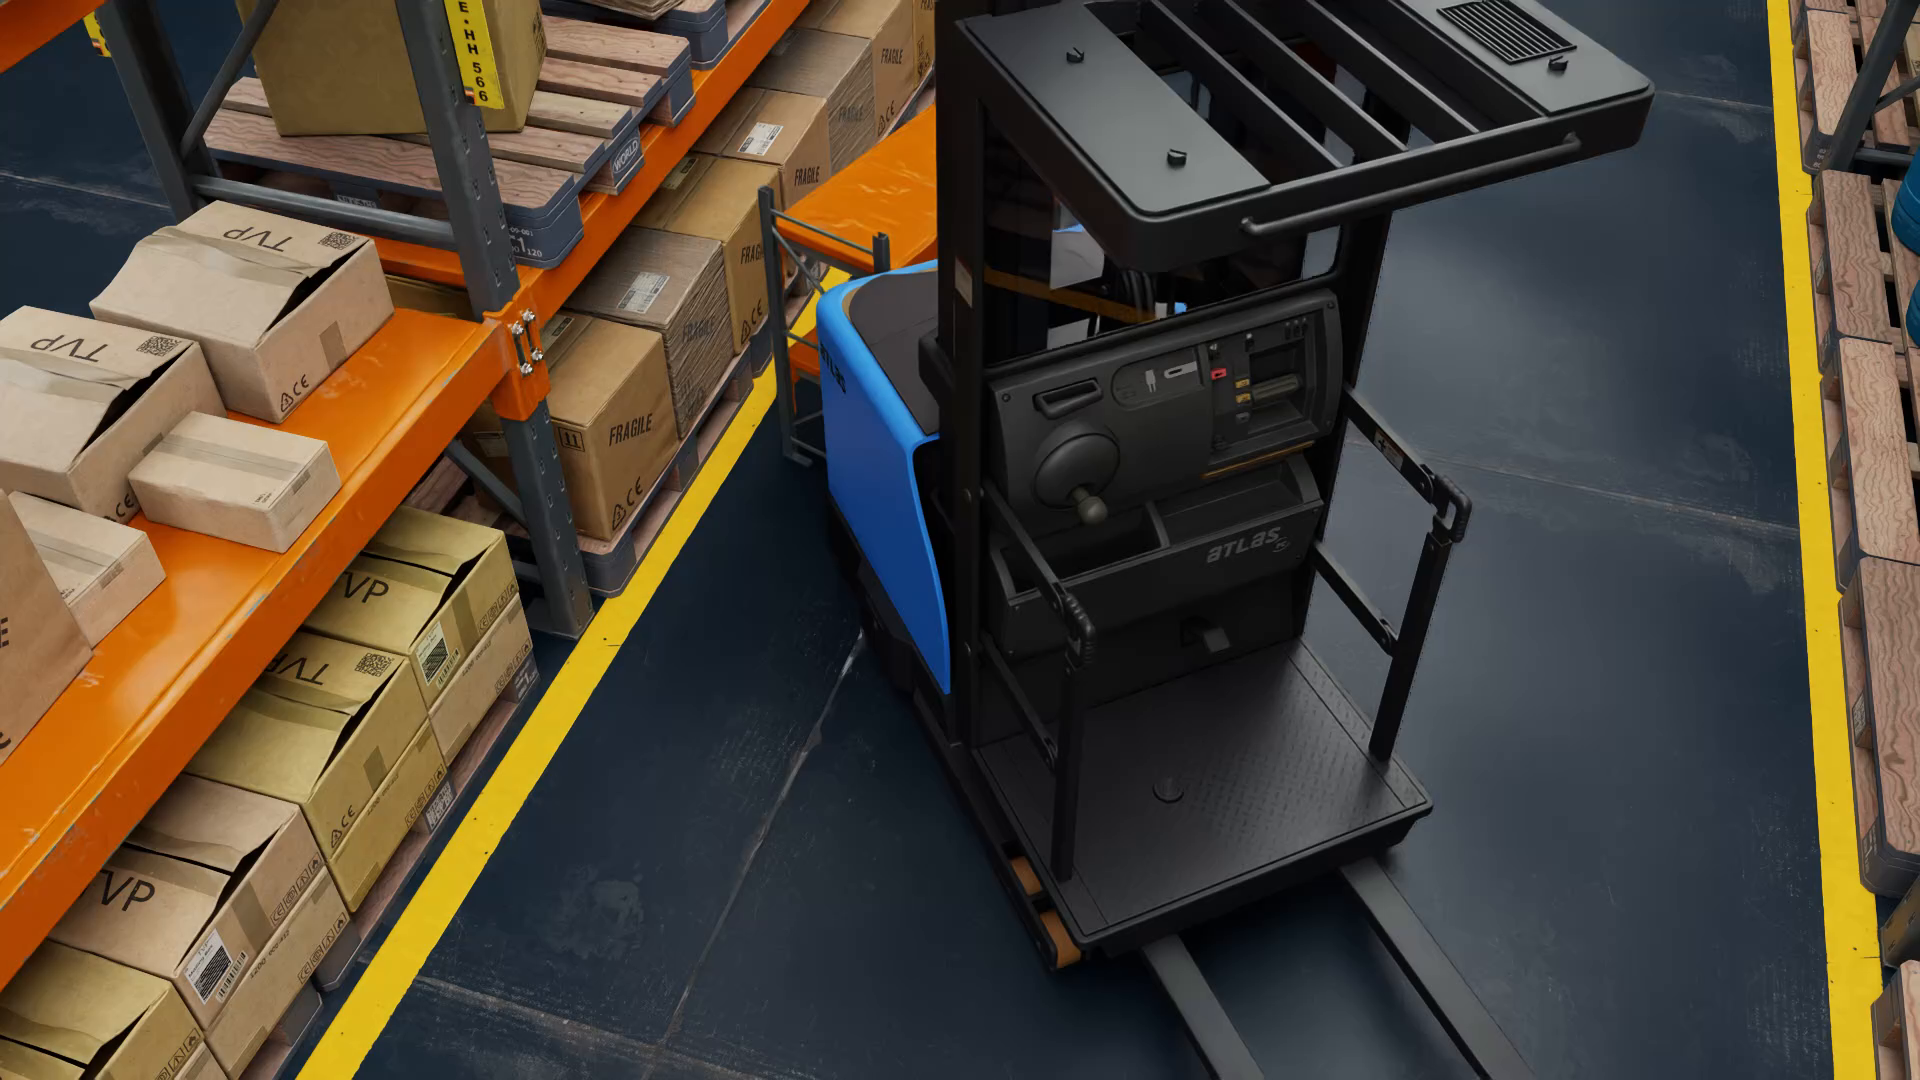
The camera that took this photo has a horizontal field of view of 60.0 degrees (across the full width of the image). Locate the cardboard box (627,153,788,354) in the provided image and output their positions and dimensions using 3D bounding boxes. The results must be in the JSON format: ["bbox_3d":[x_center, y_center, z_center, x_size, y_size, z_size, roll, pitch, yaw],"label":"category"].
[{"bbox_3d":[-0.979,-1.078,6.179,0.500,0.500,0.500,12,46,12],"label":"cardboard box"}]

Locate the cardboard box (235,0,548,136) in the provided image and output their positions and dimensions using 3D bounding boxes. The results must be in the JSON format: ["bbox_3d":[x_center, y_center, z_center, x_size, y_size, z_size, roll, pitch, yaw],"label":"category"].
[{"bbox_3d":[-1.616,-1.517,4.784,0.700,0.500,0.500,-1,44,-1],"label":"cardboard box"}]

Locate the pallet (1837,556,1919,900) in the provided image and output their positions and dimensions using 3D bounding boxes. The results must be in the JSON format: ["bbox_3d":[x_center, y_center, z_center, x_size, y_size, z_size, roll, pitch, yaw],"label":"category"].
[{"bbox_3d":[3.220,0.626,4.959,1.003,0.211,1.213,13,46,13],"label":"pallet"}]

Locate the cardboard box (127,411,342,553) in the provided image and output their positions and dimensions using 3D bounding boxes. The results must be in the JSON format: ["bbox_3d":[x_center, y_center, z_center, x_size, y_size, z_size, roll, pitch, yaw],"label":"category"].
[{"bbox_3d":[-1.708,-0.140,3.928,0.380,0.149,0.250,13,46,13],"label":"cardboard box"}]

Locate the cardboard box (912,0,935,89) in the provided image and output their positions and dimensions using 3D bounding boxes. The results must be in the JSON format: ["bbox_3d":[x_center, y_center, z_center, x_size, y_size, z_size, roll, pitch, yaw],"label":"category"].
[{"bbox_3d":[-0.364,-2.428,7.559,0.500,0.500,0.500,12,46,12],"label":"cardboard box"}]

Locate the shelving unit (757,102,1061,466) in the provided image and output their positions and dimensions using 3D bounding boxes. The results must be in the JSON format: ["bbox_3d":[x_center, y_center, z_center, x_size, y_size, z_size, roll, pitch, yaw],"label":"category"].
[{"bbox_3d":[-0.141,-0.915,5.881,0.538,1.125,1.048,26,50,24],"label":"shelving unit"}]

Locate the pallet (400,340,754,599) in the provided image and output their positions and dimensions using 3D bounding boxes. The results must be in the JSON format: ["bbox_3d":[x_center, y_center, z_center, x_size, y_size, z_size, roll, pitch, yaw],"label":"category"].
[{"bbox_3d":[-1.437,-0.381,5.988,1.003,0.211,1.213,13,46,13],"label":"pallet"}]

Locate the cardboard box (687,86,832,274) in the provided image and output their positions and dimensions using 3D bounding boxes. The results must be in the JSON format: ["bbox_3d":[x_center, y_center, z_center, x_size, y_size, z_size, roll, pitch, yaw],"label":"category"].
[{"bbox_3d":[-0.826,-1.427,6.536,0.500,0.500,0.500,11,45,11],"label":"cardboard box"}]

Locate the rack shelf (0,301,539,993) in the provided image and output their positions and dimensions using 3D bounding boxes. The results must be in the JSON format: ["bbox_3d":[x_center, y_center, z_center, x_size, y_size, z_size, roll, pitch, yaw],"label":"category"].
[{"bbox_3d":[-2.305,0.703,3.402,1.077,0.370,4.000,13,46,13],"label":"rack shelf"}]

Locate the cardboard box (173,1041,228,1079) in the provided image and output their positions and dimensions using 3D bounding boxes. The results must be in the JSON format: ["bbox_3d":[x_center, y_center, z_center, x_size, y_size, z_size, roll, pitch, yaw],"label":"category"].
[{"bbox_3d":[-2.087,1.370,3.871,0.500,0.250,0.500,13,46,13],"label":"cardboard box"}]

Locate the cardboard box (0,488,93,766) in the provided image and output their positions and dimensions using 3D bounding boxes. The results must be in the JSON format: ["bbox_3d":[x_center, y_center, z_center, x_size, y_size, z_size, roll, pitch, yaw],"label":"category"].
[{"bbox_3d":[-2.191,0.198,3.331,0.500,0.500,0.500,10,45,10],"label":"cardboard box"}]

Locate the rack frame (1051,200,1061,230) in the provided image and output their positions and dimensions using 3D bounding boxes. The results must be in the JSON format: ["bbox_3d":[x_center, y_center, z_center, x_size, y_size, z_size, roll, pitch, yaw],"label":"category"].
[{"bbox_3d":[0.149,-1.207,6.179,0.500,1.125,0.032,26,50,24],"label":"rack frame"}]

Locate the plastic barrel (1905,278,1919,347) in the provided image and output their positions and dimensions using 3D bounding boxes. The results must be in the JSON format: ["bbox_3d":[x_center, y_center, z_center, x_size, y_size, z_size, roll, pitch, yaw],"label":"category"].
[{"bbox_3d":[3.837,-1.071,5.900,0.600,0.901,0.708,13,46,13],"label":"plastic barrel"}]

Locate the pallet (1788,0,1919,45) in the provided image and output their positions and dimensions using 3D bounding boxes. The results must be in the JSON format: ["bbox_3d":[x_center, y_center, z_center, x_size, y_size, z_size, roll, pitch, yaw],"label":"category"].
[{"bbox_3d":[4.785,-2.820,8.481,1.003,0.211,1.213,13,46,13],"label":"pallet"}]

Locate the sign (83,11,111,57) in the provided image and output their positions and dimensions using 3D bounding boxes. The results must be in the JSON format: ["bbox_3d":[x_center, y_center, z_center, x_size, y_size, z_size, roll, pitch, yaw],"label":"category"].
[{"bbox_3d":[-2.219,-1.382,4.246,0.100,0.325,0.005,13,46,13],"label":"sign"}]

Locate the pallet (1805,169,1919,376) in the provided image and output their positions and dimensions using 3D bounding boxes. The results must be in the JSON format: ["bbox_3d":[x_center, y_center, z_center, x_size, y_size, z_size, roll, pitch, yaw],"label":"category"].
[{"bbox_3d":[3.959,-1.000,6.621,1.003,0.211,1.213,13,46,13],"label":"pallet"}]

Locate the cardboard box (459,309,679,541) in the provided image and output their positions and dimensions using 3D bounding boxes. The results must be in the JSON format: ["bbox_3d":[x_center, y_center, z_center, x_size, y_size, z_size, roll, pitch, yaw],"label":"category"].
[{"bbox_3d":[-1.289,-0.394,5.481,0.500,0.500,0.500,14,46,14],"label":"cardboard box"}]

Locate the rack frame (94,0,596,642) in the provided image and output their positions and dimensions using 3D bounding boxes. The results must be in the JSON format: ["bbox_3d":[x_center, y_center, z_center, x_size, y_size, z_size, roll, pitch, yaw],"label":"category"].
[{"bbox_3d":[-1.699,-0.888,4.512,1.000,3.000,0.127,13,46,13],"label":"rack frame"}]

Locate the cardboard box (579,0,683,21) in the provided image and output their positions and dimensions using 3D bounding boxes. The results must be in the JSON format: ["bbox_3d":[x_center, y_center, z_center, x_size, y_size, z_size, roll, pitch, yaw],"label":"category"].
[{"bbox_3d":[-1.157,-2.086,5.366,0.700,0.500,0.500,21,48,20],"label":"cardboard box"}]

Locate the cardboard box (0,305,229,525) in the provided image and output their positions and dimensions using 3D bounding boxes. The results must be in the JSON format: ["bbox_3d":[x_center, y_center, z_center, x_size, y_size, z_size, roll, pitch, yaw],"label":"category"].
[{"bbox_3d":[-2.154,-0.301,3.976,0.500,0.311,0.500,12,46,12],"label":"cardboard box"}]

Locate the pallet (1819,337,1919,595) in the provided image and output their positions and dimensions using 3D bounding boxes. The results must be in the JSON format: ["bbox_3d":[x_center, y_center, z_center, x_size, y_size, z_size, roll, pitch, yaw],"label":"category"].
[{"bbox_3d":[3.591,-0.184,5.787,1.003,0.211,1.213,13,46,13],"label":"pallet"}]

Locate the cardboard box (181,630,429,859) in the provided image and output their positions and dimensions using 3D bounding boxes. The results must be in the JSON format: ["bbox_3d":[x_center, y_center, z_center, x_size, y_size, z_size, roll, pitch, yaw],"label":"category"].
[{"bbox_3d":[-1.774,0.494,4.366,0.500,0.311,0.500,12,46,12],"label":"cardboard box"}]

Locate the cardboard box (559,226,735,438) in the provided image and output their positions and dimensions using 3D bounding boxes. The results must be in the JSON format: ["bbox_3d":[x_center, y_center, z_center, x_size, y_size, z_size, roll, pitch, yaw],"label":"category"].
[{"bbox_3d":[-1.135,-0.745,5.839,0.500,0.500,0.500,11,45,11],"label":"cardboard box"}]

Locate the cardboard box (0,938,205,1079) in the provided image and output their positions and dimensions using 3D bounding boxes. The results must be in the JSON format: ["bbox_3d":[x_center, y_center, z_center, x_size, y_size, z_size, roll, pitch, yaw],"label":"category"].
[{"bbox_3d":[-2.083,1.163,3.682,0.500,0.311,0.500,14,46,14],"label":"cardboard box"}]

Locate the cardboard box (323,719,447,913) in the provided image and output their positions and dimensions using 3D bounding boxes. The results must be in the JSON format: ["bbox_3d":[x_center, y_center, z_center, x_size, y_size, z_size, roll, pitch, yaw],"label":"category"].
[{"bbox_3d":[-1.778,0.692,4.564,0.500,0.250,0.500,12,46,12],"label":"cardboard box"}]

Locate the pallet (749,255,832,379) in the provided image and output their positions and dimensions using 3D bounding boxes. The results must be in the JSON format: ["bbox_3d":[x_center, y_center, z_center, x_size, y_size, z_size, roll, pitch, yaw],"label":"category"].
[{"bbox_3d":[-1.065,-1.191,6.816,1.003,0.211,1.213,13,46,13],"label":"pallet"}]

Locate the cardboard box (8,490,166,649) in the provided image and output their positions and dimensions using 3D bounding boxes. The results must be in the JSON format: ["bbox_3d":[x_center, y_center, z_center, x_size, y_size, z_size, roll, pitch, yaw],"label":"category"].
[{"bbox_3d":[-2.031,0.064,3.719,0.380,0.149,0.250,16,47,15],"label":"cardboard box"}]

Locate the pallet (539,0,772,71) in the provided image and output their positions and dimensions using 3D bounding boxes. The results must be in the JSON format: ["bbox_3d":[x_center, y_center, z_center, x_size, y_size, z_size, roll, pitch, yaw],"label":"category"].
[{"bbox_3d":[-1.114,-2.116,5.905,1.003,0.211,1.213,13,46,13],"label":"pallet"}]

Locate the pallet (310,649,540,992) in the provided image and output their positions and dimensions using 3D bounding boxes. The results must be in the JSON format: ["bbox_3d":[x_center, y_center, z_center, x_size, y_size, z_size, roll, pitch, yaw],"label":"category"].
[{"bbox_3d":[-1.985,0.649,4.935,1.003,0.211,1.213,13,46,13],"label":"pallet"}]

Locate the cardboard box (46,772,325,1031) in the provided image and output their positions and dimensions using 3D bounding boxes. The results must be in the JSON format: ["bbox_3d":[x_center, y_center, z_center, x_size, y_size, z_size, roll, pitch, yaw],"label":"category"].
[{"bbox_3d":[-1.929,0.829,4.022,0.500,0.311,0.500,12,46,12],"label":"cardboard box"}]

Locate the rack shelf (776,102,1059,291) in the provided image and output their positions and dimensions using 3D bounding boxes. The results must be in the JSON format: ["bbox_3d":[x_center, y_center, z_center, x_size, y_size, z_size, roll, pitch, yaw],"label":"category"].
[{"bbox_3d":[-0.141,-1.124,5.676,0.538,0.278,1.000,26,50,24],"label":"rack shelf"}]

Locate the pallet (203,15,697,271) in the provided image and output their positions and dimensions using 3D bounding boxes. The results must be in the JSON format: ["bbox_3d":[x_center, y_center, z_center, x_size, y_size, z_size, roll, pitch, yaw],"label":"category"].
[{"bbox_3d":[-1.560,-1.286,5.057,1.213,0.211,1.003,13,46,13],"label":"pallet"}]

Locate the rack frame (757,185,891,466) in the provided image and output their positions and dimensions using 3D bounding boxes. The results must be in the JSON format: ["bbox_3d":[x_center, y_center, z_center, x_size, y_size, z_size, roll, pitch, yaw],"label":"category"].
[{"bbox_3d":[-0.430,-0.623,5.582,0.500,1.125,0.032,26,50,24],"label":"rack frame"}]

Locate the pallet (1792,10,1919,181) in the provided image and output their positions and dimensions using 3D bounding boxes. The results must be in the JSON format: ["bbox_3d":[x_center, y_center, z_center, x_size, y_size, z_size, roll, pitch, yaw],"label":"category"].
[{"bbox_3d":[4.418,-2.004,7.647,1.003,0.211,1.213,13,46,13],"label":"pallet"}]

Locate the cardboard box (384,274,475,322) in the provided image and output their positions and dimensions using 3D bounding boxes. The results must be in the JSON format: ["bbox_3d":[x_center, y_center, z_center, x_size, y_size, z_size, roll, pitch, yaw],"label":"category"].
[{"bbox_3d":[-1.639,-0.825,5.921,0.500,0.500,0.500,14,46,14],"label":"cardboard box"}]

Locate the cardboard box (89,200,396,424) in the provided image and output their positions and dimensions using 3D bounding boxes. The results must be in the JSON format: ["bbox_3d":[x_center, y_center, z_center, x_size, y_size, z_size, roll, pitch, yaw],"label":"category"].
[{"bbox_3d":[-1.851,-0.623,4.305,0.500,0.311,0.500,15,46,15],"label":"cardboard box"}]

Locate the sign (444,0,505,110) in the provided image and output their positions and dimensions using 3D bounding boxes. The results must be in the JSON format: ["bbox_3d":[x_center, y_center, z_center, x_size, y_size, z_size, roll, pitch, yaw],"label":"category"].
[{"bbox_3d":[-1.169,-1.186,3.990,0.100,0.325,0.005,13,46,13],"label":"sign"}]

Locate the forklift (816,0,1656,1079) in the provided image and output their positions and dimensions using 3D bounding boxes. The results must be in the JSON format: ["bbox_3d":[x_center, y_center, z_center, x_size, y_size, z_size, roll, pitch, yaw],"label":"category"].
[{"bbox_3d":[0.607,-0.227,3.887,1.130,2.935,3.031,-17,47,-17],"label":"forklift"}]

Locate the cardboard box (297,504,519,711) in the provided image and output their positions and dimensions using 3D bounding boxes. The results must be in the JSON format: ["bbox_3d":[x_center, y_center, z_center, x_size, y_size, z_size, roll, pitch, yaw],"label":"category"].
[{"bbox_3d":[-1.623,0.146,4.721,0.500,0.311,0.500,14,46,14],"label":"cardboard box"}]

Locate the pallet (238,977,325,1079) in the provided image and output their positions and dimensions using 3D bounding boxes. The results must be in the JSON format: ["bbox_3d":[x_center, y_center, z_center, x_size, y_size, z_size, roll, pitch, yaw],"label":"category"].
[{"bbox_3d":[-2.357,1.460,4.107,1.003,0.211,1.213,13,46,13],"label":"pallet"}]

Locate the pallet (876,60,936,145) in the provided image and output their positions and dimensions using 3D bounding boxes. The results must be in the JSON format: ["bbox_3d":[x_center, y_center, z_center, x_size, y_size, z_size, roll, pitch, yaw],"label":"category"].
[{"bbox_3d":[-0.698,-2.007,7.650,1.003,0.211,1.213,13,46,13],"label":"pallet"}]

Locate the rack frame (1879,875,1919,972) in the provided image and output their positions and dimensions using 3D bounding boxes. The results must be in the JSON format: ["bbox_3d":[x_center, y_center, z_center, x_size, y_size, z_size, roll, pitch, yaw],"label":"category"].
[{"bbox_3d":[3.021,0.164,3.438,1.000,3.000,0.127,13,46,13],"label":"rack frame"}]

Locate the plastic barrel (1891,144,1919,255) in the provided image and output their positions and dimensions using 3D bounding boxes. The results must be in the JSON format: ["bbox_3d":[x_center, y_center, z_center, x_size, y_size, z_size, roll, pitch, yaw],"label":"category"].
[{"bbox_3d":[4.051,-1.543,6.383,0.600,0.901,0.708,13,46,13],"label":"plastic barrel"}]

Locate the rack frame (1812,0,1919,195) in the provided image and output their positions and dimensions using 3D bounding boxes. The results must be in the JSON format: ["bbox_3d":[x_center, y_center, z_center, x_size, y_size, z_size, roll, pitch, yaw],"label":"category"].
[{"bbox_3d":[4.232,-2.502,6.162,1.000,3.000,0.127,13,46,13],"label":"rack frame"}]

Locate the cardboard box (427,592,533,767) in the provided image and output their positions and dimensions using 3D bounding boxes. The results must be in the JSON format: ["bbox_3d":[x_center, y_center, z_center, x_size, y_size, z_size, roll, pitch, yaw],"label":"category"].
[{"bbox_3d":[-1.626,0.347,4.916,0.500,0.250,0.500,14,46,13],"label":"cardboard box"}]

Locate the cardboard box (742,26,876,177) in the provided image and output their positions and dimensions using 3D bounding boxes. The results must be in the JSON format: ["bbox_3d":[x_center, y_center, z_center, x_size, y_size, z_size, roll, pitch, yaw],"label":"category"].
[{"bbox_3d":[-0.674,-1.766,6.883,0.500,0.500,0.500,13,46,13],"label":"cardboard box"}]

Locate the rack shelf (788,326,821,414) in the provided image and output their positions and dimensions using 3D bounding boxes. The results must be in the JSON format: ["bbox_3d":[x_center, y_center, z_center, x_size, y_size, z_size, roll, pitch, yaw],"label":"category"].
[{"bbox_3d":[-0.141,-0.740,6.052,0.538,0.278,1.000,26,50,24],"label":"rack shelf"}]

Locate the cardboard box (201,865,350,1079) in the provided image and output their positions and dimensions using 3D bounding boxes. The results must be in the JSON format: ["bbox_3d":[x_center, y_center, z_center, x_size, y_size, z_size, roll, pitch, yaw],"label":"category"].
[{"bbox_3d":[-1.934,1.026,4.222,0.500,0.250,0.500,14,46,13],"label":"cardboard box"}]

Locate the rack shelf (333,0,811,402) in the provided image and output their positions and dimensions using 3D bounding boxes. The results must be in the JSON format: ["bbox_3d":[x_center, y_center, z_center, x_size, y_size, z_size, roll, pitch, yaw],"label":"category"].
[{"bbox_3d":[-1.093,-1.964,6.126,1.077,0.370,4.000,13,46,13],"label":"rack shelf"}]

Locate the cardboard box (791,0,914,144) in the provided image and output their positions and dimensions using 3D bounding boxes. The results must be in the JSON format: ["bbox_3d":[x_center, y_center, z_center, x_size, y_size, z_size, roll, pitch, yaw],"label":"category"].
[{"bbox_3d":[-0.522,-2.100,7.224,0.500,0.500,0.500,13,46,13],"label":"cardboard box"}]

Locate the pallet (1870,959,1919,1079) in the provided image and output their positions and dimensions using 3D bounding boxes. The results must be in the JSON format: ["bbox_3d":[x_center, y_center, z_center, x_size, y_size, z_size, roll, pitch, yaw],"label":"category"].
[{"bbox_3d":[2.749,1.669,3.894,1.003,0.211,1.213,13,46,13],"label":"pallet"}]
